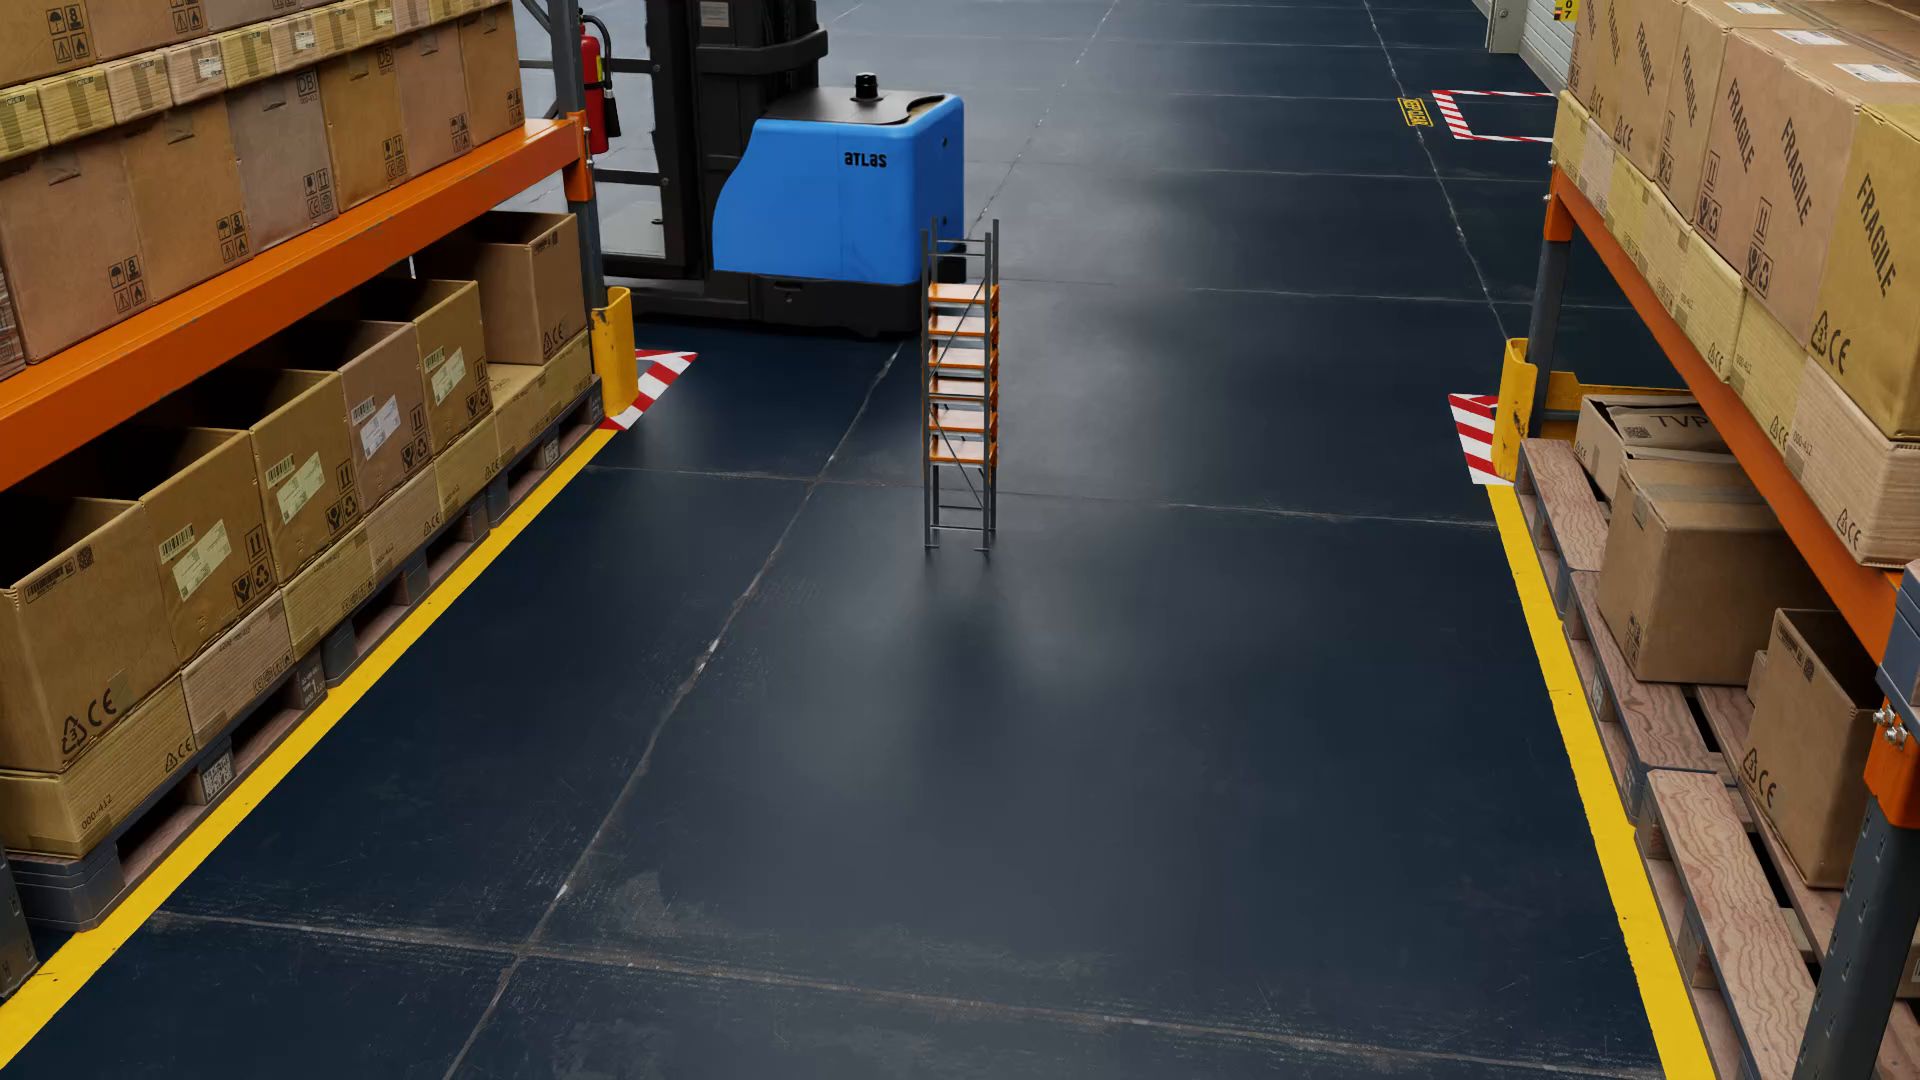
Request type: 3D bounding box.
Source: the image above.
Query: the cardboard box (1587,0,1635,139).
[{"bbox_3d":[2.344,-1.558,5.308,0.500,0.500,0.500,4,25,9],"label":"cardboard box"}]

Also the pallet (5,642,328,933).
[{"bbox_3d":[-2.561,0.603,4.713,1.003,0.211,1.213,4,25,9],"label":"pallet"}]

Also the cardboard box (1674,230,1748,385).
[{"bbox_3d":[2.090,-0.568,4.079,0.500,0.250,0.500,4,25,8],"label":"cardboard box"}]

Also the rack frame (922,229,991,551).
[{"bbox_3d":[-0.013,-0.511,5.927,0.240,1.200,0.006,4,25,9],"label":"rack frame"}]

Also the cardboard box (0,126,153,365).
[{"bbox_3d":[-2.586,-0.783,4.266,0.700,0.500,0.500,4,25,8],"label":"cardboard box"}]

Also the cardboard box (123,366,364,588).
[{"bbox_3d":[-2.184,-0.205,5.014,0.500,0.500,0.500,4,25,9],"label":"cardboard box"}]

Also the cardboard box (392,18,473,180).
[{"bbox_3d":[-2.249,-1.634,6.085,0.700,0.500,0.500,5,25,10],"label":"cardboard box"}]

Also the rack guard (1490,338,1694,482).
[{"bbox_3d":[2.797,-0.498,6.724,1.175,0.500,0.348,4,25,9],"label":"rack guard"}]

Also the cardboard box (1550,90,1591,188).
[{"bbox_3d":[2.416,-1.421,5.900,0.500,0.250,0.500,3,25,7],"label":"cardboard box"}]

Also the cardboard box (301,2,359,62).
[{"bbox_3d":[-2.163,-1.628,5.306,0.380,0.149,0.250,5,25,10],"label":"cardboard box"}]

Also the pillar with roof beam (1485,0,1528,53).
[{"bbox_3d":[1.262,-9.343,15.596,9.100,9.000,0.400,4,25,9],"label":"pillar with roof beam"}]

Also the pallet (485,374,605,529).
[{"bbox_3d":[-2.162,-0.418,6.893,1.003,0.211,1.213,4,25,9],"label":"pallet"}]

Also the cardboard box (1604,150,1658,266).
[{"bbox_3d":[2.256,-0.990,4.980,0.500,0.250,0.500,4,25,8],"label":"cardboard box"}]

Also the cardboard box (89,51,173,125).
[{"bbox_3d":[-2.332,-1.196,4.383,0.380,0.149,0.250,3,25,7],"label":"cardboard box"}]

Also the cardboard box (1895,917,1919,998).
[{"bbox_3d":[2.213,0.869,3.678,0.380,0.166,0.250,1,25,2],"label":"cardboard box"}]

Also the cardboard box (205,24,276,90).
[{"bbox_3d":[-2.248,-1.417,4.855,0.380,0.149,0.250,4,25,8],"label":"cardboard box"}]

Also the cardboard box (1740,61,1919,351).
[{"bbox_3d":[2.003,-0.698,3.471,0.500,0.500,0.500,4,25,8],"label":"cardboard box"}]

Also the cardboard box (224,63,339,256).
[{"bbox_3d":[-2.418,-1.207,5.172,0.700,0.500,0.500,5,26,10],"label":"cardboard box"}]

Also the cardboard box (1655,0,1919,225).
[{"bbox_3d":[2.181,-1.125,4.384,0.500,0.500,0.500,5,26,10],"label":"cardboard box"}]

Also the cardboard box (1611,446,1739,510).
[{"bbox_3d":[2.514,-0.122,5.624,0.500,0.311,0.500,6,26,13],"label":"cardboard box"}]

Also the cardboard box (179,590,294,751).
[{"bbox_3d":[-2.271,0.343,4.727,0.500,0.250,0.500,4,25,9],"label":"cardboard box"}]

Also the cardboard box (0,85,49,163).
[{"bbox_3d":[-2.416,-0.982,3.926,0.380,0.149,0.250,3,25,7],"label":"cardboard box"}]

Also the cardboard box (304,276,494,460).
[{"bbox_3d":[-2.022,-0.624,5.908,0.500,0.500,0.500,4,25,9],"label":"cardboard box"}]

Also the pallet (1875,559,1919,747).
[{"bbox_3d":[1.887,0.408,2.067,1.003,0.211,1.213,4,25,9],"label":"pallet"}]

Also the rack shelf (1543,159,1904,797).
[{"bbox_3d":[2.482,-0.499,4.627,1.077,0.370,4.000,4,25,9],"label":"rack shelf"}]

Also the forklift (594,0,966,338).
[{"bbox_3d":[-1.542,-2.681,8.519,3.031,2.935,1.130,7,26,15],"label":"forklift"}]

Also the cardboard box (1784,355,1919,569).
[{"bbox_3d":[1.934,-0.149,3.183,0.500,0.250,0.500,4,25,9],"label":"cardboard box"}]

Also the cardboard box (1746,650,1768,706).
[{"bbox_3d":[2.436,0.436,4.625,0.380,0.149,0.250,2,25,4],"label":"cardboard box"}]

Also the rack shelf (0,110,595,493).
[{"bbox_3d":[-2.406,-0.841,5.357,1.077,0.370,4.000,4,25,9],"label":"rack shelf"}]

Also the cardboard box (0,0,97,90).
[{"bbox_3d":[-2.585,-1.361,3.970,0.700,0.500,0.500,4,25,8],"label":"cardboard box"}]

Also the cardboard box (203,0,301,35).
[{"bbox_3d":[-2.420,-1.779,4.864,0.700,0.500,0.500,4,25,9],"label":"cardboard box"}]

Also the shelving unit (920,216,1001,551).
[{"bbox_3d":[0.002,-0.549,6.009,0.258,1.200,0.189,4,25,9],"label":"shelving unit"}]

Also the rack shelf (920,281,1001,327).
[{"bbox_3d":[0.002,-0.835,5.875,0.258,0.103,0.180,4,25,9],"label":"rack shelf"}]

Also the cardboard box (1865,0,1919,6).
[{"bbox_3d":[2.769,-1.304,4.767,0.500,0.500,0.500,3,25,7],"label":"cardboard box"}]

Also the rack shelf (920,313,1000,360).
[{"bbox_3d":[0.002,-0.727,5.926,0.258,0.103,0.180,4,25,9],"label":"rack shelf"}]

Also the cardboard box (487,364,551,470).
[{"bbox_3d":[-1.945,-0.494,6.514,0.500,0.250,0.500,4,25,9],"label":"cardboard box"}]

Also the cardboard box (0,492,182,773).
[{"bbox_3d":[-2.348,0.213,4.121,0.500,0.500,0.500,4,25,9],"label":"cardboard box"}]

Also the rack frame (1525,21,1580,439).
[{"bbox_3d":[2.809,-1.662,6.262,1.000,3.000,0.127,4,25,9],"label":"rack frame"}]

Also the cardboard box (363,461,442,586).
[{"bbox_3d":[-2.108,-0.075,5.621,0.500,0.250,0.500,4,25,9],"label":"cardboard box"}]

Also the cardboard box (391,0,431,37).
[{"bbox_3d":[-2.080,-1.848,5.776,0.380,0.149,0.250,4,25,9],"label":"cardboard box"}]

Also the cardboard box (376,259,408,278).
[{"bbox_3d":[-2.466,-0.870,6.433,0.500,0.500,0.500,4,25,9],"label":"cardboard box"}]

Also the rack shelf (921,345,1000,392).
[{"bbox_3d":[0.002,-0.618,5.977,0.258,0.103,0.180,4,25,9],"label":"rack shelf"}]

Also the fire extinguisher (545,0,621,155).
[{"bbox_3d":[-1.601,-1.986,7.045,0.296,0.674,0.183,4,25,9],"label":"fire extinguisher"}]

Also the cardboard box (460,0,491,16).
[{"bbox_3d":[-1.995,-2.060,6.229,0.380,0.149,0.250,5,25,10],"label":"cardboard box"}]
